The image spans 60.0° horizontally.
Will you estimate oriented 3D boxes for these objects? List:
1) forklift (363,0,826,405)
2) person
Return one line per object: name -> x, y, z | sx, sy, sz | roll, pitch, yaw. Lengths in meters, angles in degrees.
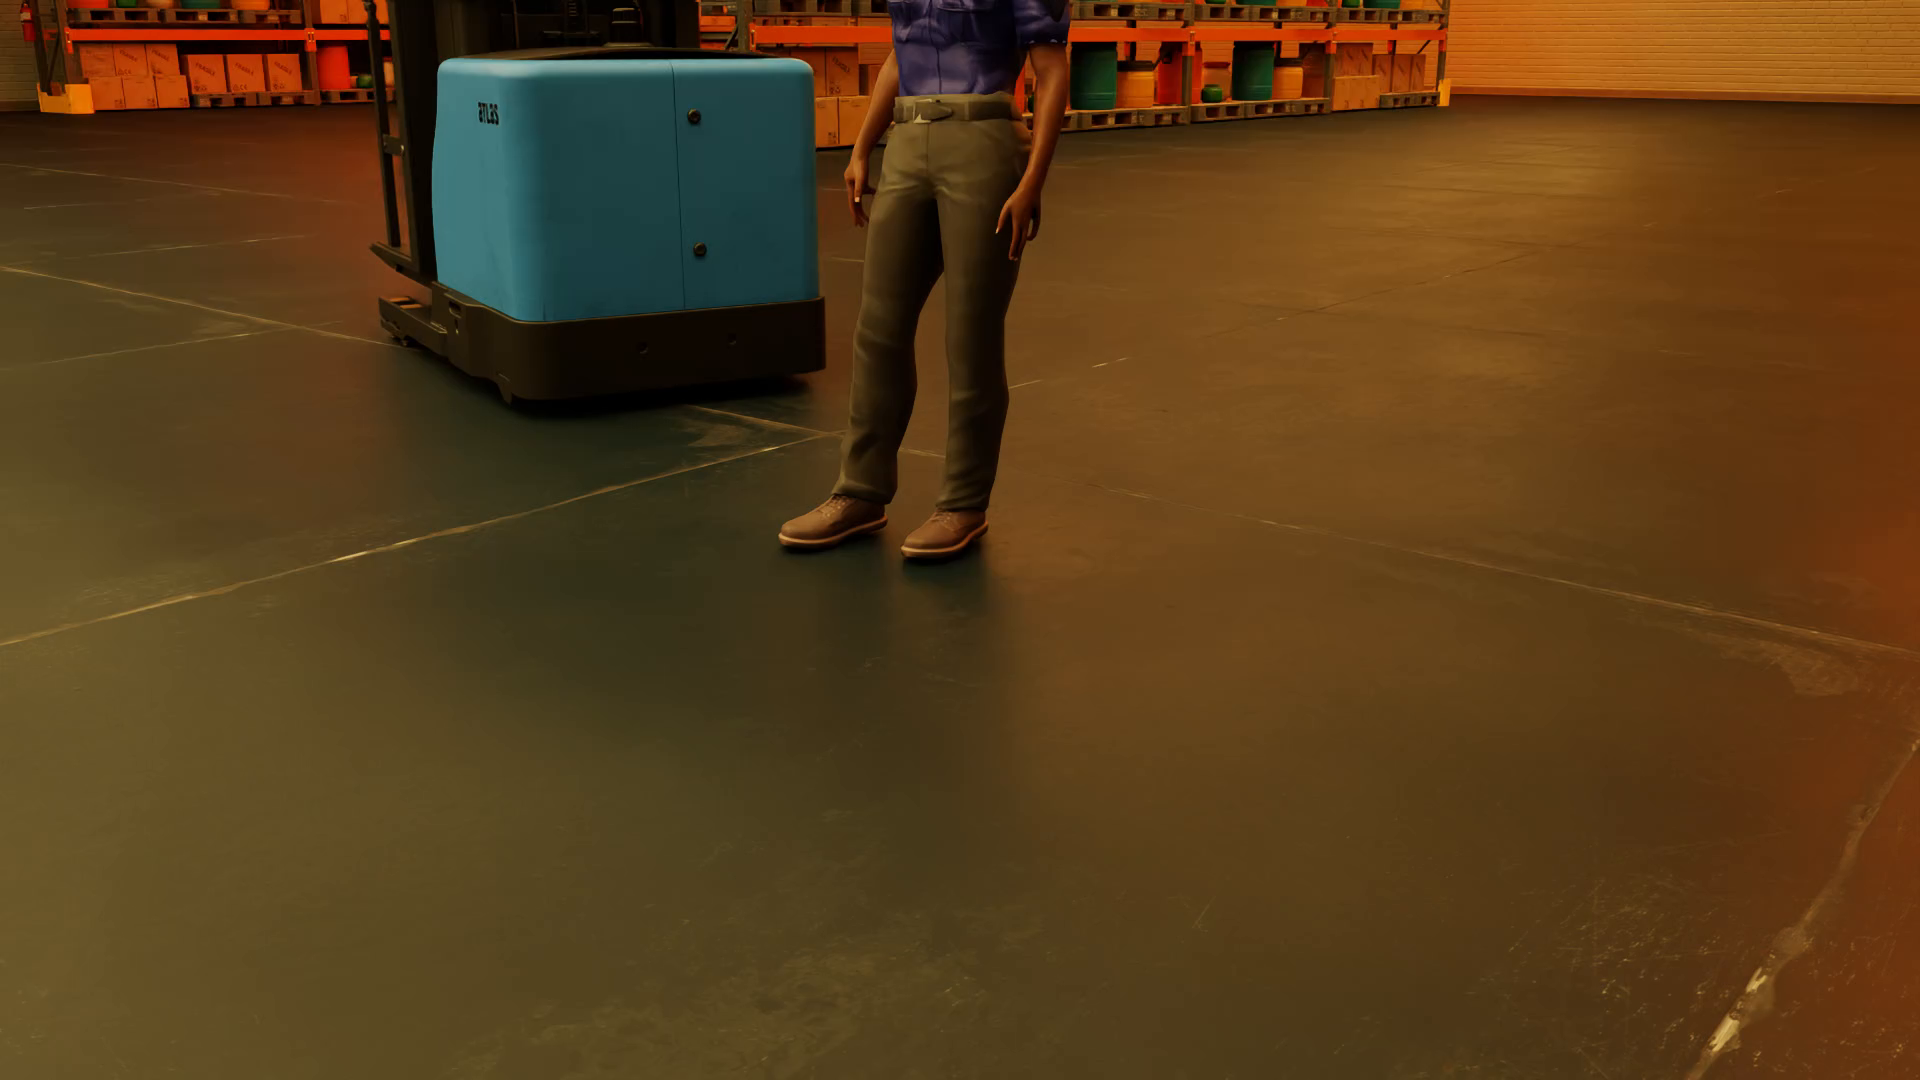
forklift -> -1.635, -2.206, 6.161 | 1.130, 2.935, 3.031 | -10, 19, -29
person -> -0.071, -0.777, 3.649 | 0.569, 1.643, 0.504 | 13, 21, 37
